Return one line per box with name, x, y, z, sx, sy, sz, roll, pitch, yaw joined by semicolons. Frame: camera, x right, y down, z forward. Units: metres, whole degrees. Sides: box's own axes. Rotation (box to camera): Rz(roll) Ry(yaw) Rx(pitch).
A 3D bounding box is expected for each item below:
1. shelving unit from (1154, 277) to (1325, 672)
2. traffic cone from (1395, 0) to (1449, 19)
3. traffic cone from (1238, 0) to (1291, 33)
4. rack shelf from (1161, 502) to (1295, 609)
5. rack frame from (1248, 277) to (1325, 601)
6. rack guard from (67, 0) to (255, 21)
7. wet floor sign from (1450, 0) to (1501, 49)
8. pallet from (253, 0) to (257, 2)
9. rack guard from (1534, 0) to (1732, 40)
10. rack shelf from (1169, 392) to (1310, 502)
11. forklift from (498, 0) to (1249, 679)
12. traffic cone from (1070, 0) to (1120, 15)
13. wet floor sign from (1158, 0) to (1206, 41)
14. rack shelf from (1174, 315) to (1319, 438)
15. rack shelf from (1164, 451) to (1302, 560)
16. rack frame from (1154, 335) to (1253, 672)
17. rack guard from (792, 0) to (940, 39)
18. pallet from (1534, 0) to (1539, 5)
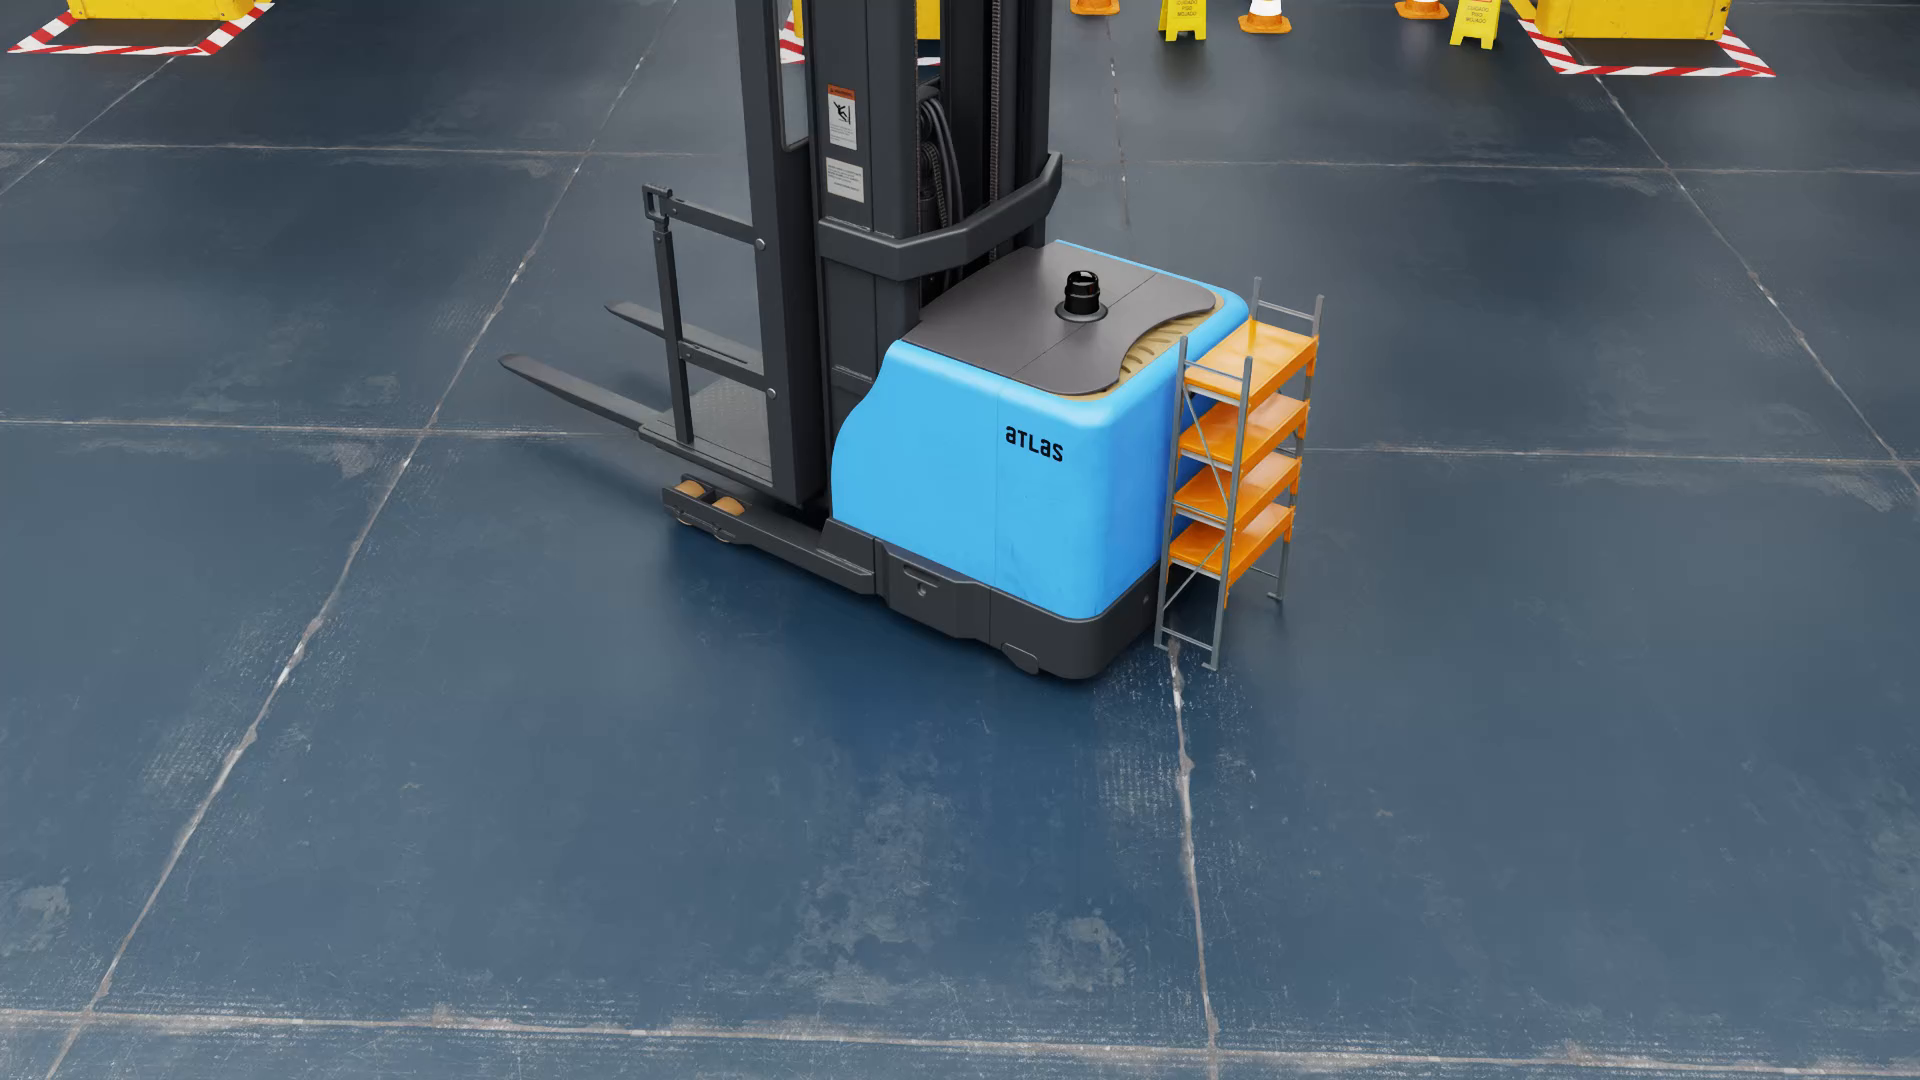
shelving unit;0.911;-0.203;5.495;0.258;1.200;0.503;22;41;28
traffic cone;3.169;-3.818;11.280;0.336;0.463;0.334;1;35;2
traffic cone;2.046;-3.648;11.038;0.336;0.463;0.334;1;35;2
rack shelf;0.911;0.014;5.648;0.258;0.148;0.480;22;41;28
rack frame;1.053;-0.317;5.658;0.240;1.200;0.015;22;41;28
rack guard;-5.459;-3.829;11.263;1.175;0.500;0.348;1;35;2
wet floor sign;3.363;-3.531;10.713;0.267;0.644;0.232;13;37;18
pallet;-5.391;-4.176;12.009;1.003;0.211;1.213;1;35;2
rack guard;4.443;-3.600;10.937;1.175;0.500;0.348;1;35;2
rack shelf;0.911;-0.331;5.406;0.258;0.148;0.480;22;41;28
forklift;-0.510;-1.413;5.711;3.031;2.935;1.130;23;41;29
traffic cone;0.930;-3.869;11.353;0.336;0.463;0.334;1;35;2
wet floor sign;1.467;-3.609;10.825;0.267;0.644;0.232;-4;35;-6
rack shelf;0.911;-0.525;5.270;0.258;0.148;0.480;22;41;28
rack shelf;0.911;-0.148;5.534;0.258;0.148;0.480;22;41;28
rack frame;0.769;-0.089;5.333;0.240;1.200;0.015;22;41;28
rack guard;-0.511;-3.599;10.936;1.175;0.500;0.348;1;35;2
pallet;4.511;-3.947;11.683;1.003;0.211;1.213;1;35;2
